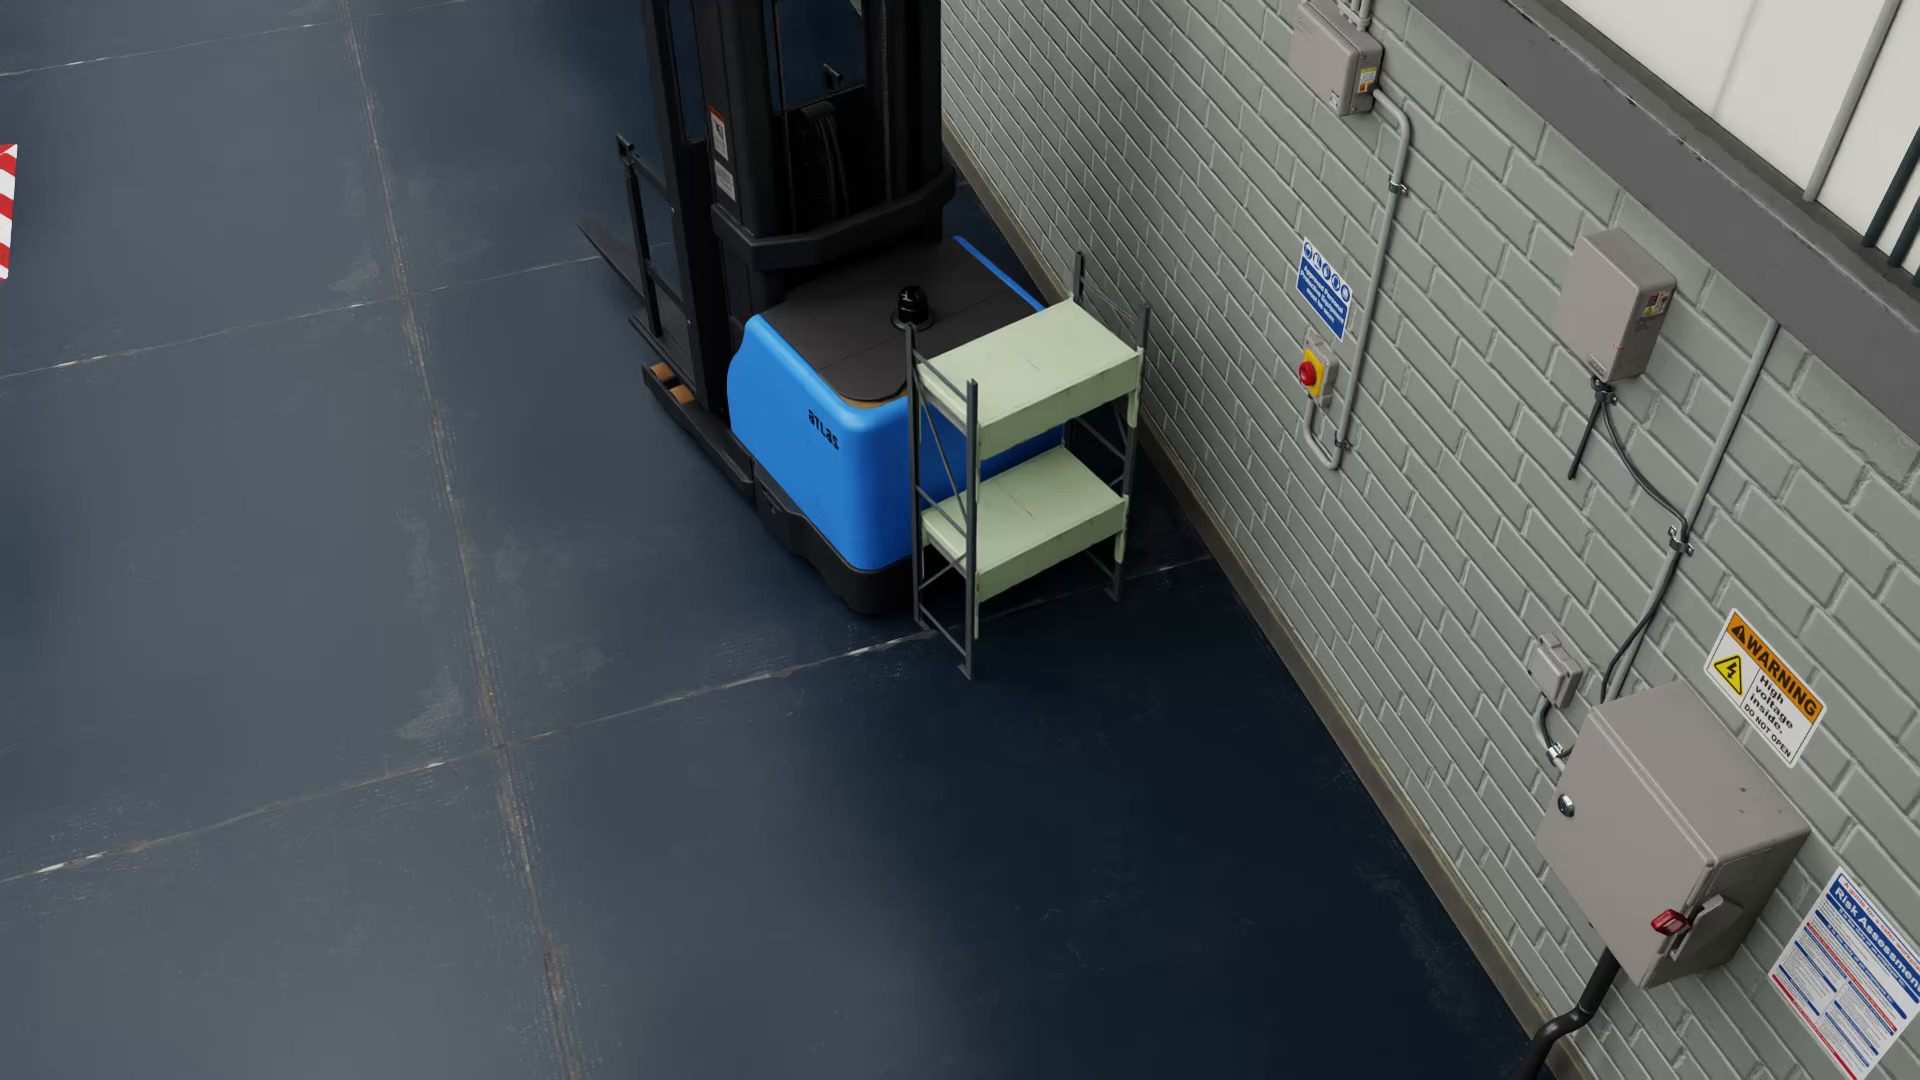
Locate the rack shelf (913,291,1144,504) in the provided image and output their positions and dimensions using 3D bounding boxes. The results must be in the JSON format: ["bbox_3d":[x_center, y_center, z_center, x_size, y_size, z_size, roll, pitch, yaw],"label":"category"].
[{"bbox_3d":[0.237,-0.520,5.968,0.720,0.370,0.431,-26,51,-24],"label":"rack shelf"}]

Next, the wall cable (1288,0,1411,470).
[{"bbox_3d":[1.180,-1.071,5.270,0.123,1.953,0.585,-14,47,-14],"label":"wall cable"}]

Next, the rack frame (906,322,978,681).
[{"bbox_3d":[-0.063,-0.097,6.097,0.023,1.500,0.400,-26,51,-24],"label":"rack frame"}]

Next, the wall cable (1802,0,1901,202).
[{"bbox_3d":[1.392,-2.502,3.199,0.029,3.000,2.355,-14,47,-14],"label":"wall cable"}]

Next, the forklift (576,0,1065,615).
[{"bbox_3d":[-0.806,-1.750,6.734,1.130,2.935,3.031,-26,51,-23],"label":"forklift"}]

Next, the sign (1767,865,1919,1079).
[{"bbox_3d":[2.119,1.046,3.966,0.001,0.494,0.329,-14,47,-14],"label":"sign"}]

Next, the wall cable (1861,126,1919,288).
[{"bbox_3d":[2.302,-0.650,1.327,0.133,3.039,2.988,-14,47,-14],"label":"wall cable"}]

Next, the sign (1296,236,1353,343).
[{"bbox_3d":[1.221,-0.844,5.592,0.001,0.218,0.327,-14,47,-14],"label":"sign"}]

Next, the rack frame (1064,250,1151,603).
[{"bbox_3d":[0.537,-0.393,6.392,0.023,1.500,0.400,-26,51,-24],"label":"rack frame"}]

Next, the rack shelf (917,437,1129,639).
[{"bbox_3d":[0.237,-0.015,6.475,0.720,0.370,0.431,-26,51,-24],"label":"rack shelf"}]

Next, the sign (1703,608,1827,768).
[{"bbox_3d":[1.932,0.355,4.005,0.001,0.242,0.339,-14,47,-14],"label":"sign"}]

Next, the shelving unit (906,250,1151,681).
[{"bbox_3d":[0.237,-0.245,6.244,0.755,1.500,0.431,-26,51,-24],"label":"shelving unit"}]

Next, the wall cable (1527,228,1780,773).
[{"bbox_3d":[1.673,-0.118,4.342,0.122,1.984,0.588,-14,47,-14],"label":"wall cable"}]

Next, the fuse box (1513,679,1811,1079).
[{"bbox_3d":[1.756,1.188,4.667,0.414,1.711,0.539,-14,47,-14],"label":"fuse box"}]
